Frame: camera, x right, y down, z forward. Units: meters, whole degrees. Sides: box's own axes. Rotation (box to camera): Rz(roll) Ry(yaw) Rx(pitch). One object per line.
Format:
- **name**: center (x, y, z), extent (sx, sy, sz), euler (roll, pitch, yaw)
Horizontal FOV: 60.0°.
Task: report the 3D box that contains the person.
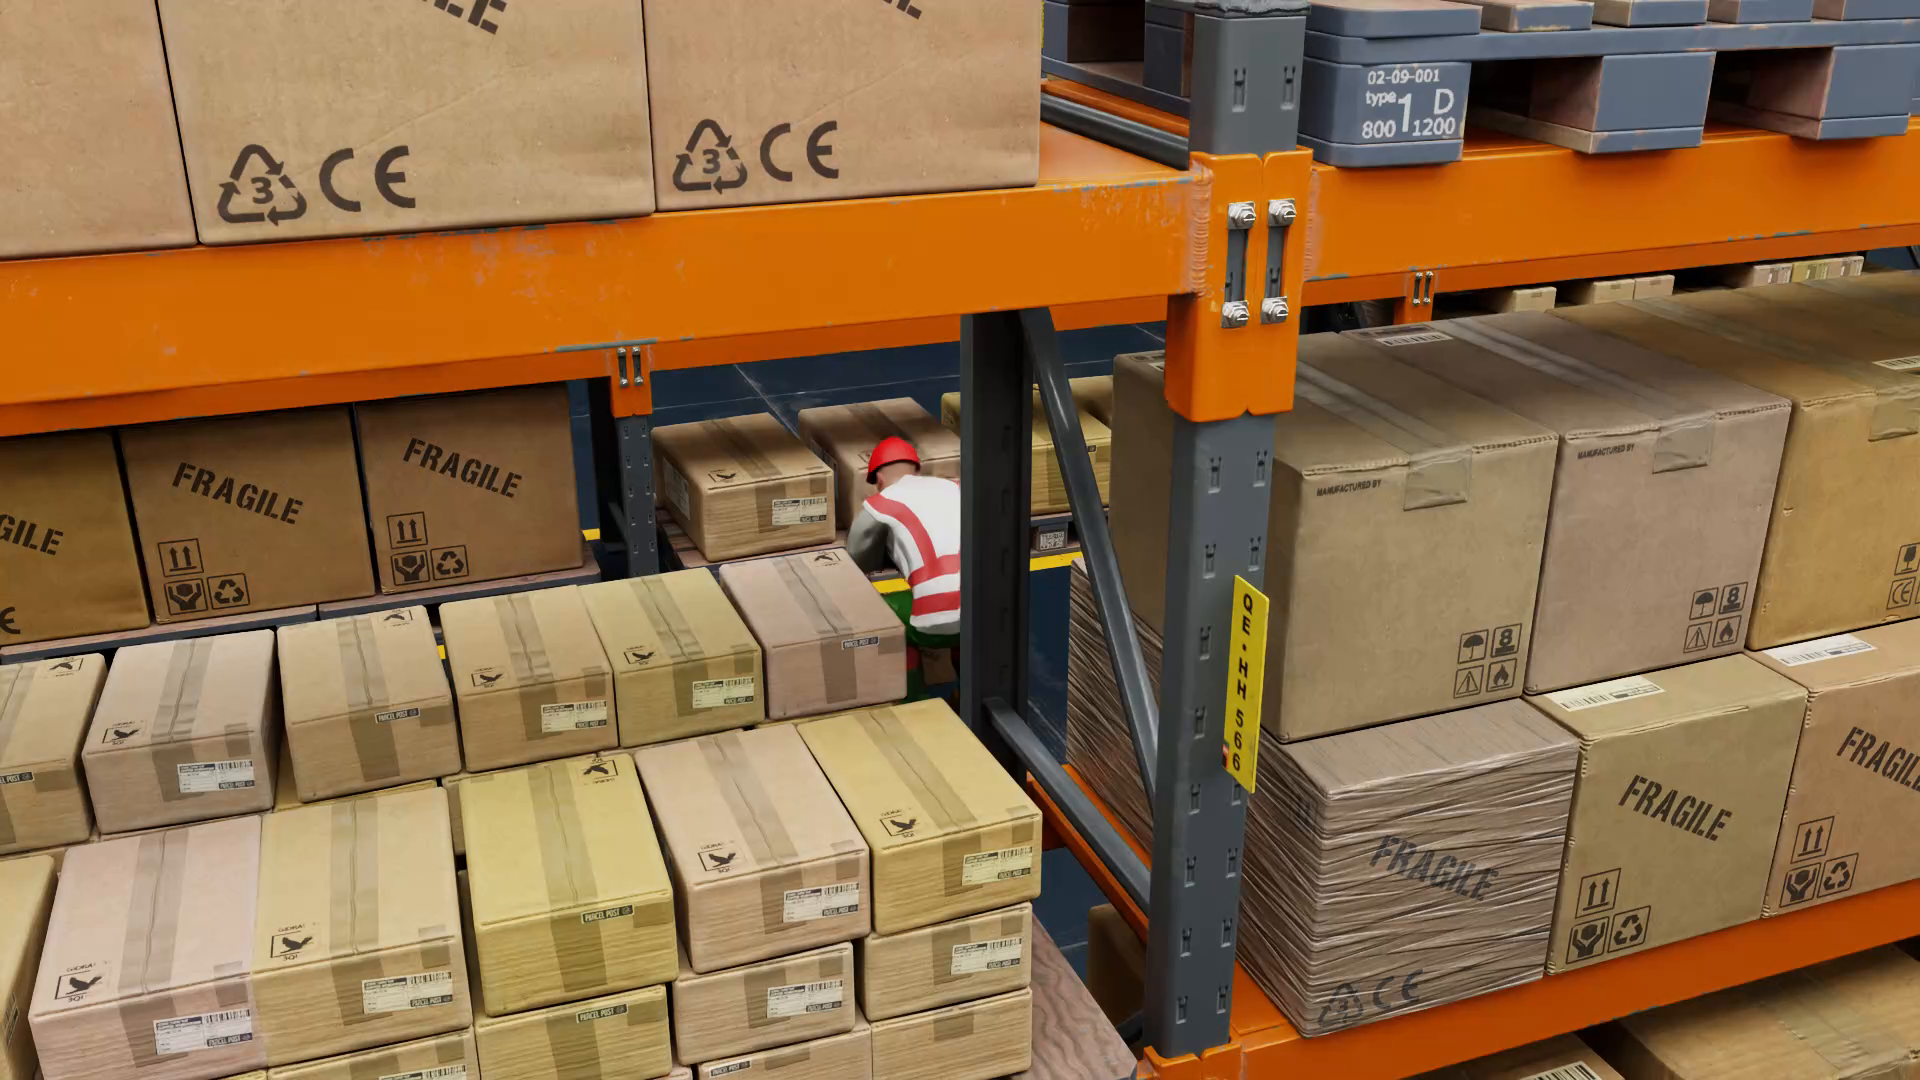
- **person**: center (-0.130, 0.214, 6.463), extent (0.571, 1.090, 0.866), euler (-8, 24, -19)
